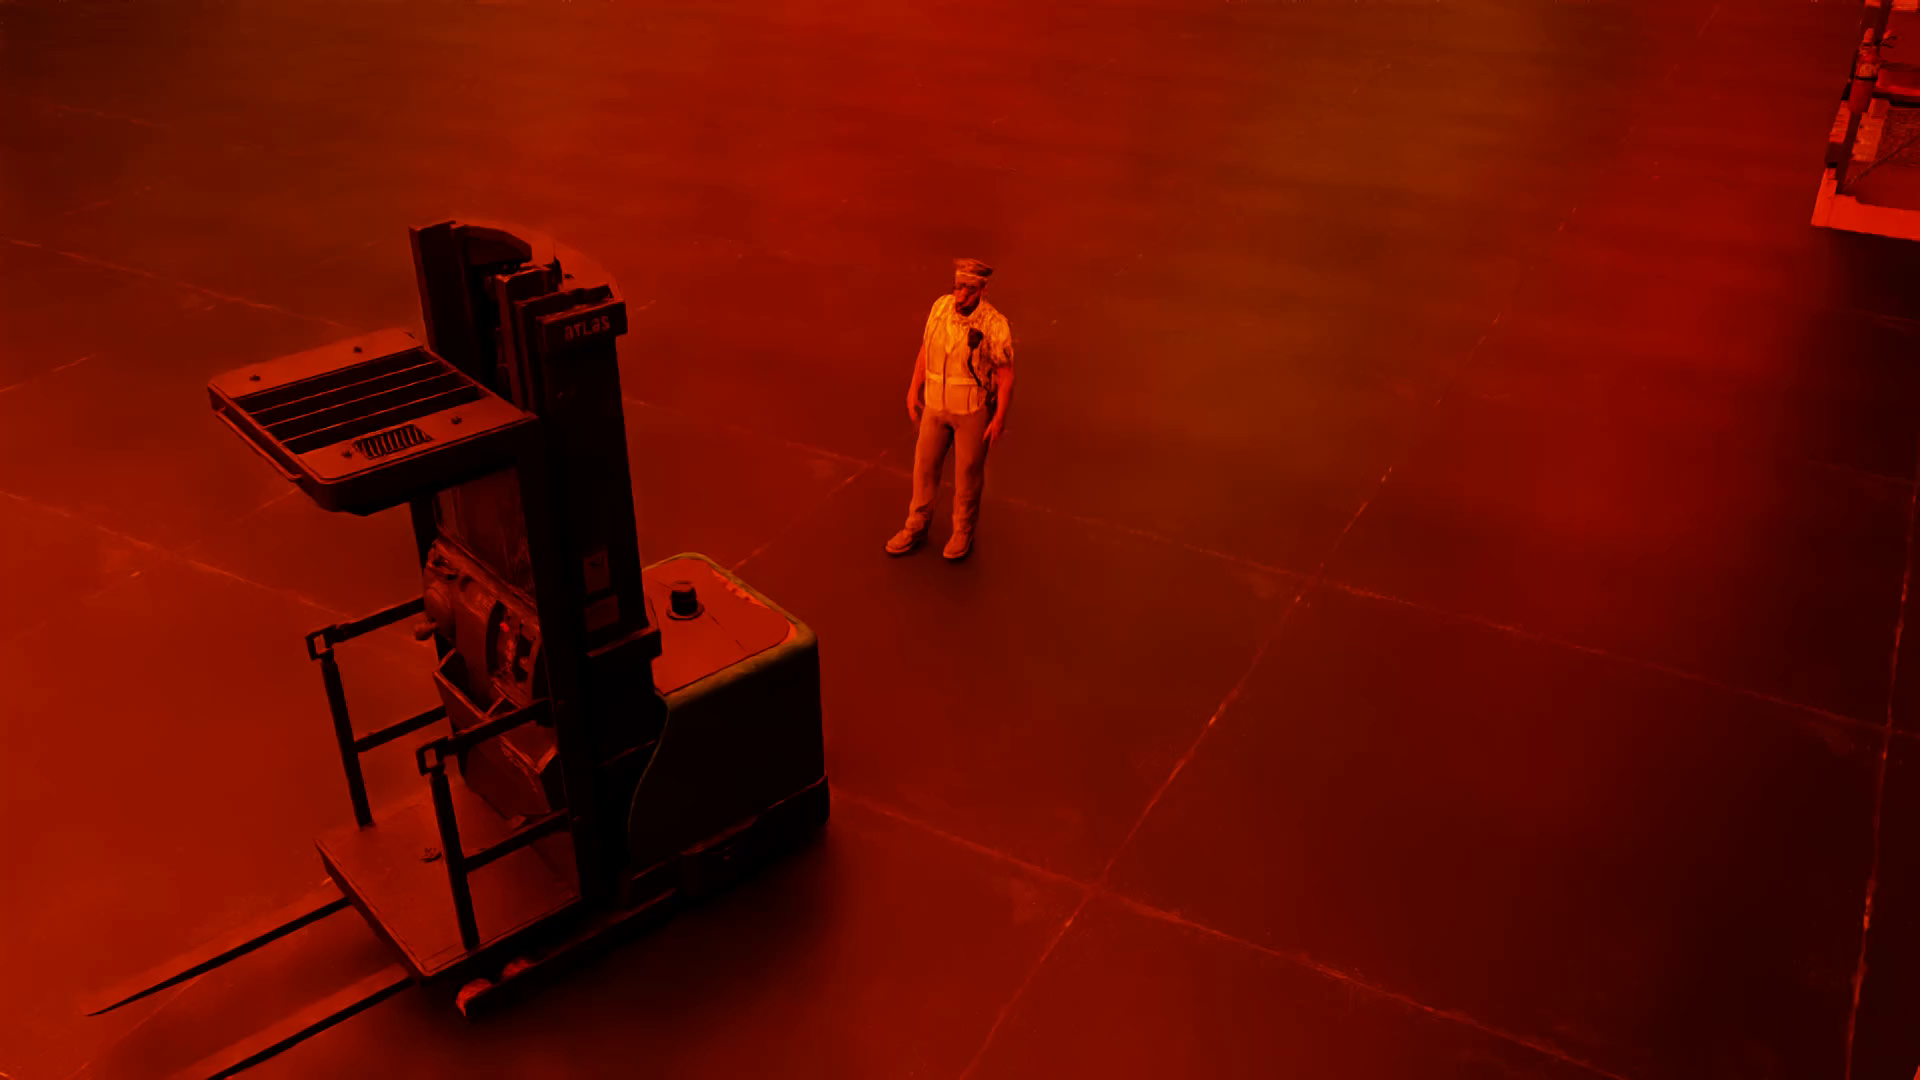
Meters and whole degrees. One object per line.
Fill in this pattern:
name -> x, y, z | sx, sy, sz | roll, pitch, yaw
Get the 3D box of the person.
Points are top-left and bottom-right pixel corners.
person -> -0.048, -0.747, 9.500 | 0.640, 1.781, 0.574 | 15, 33, 25

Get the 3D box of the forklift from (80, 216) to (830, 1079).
forklift -> -2.043, 0.360, 6.447 | 3.031, 2.935, 1.130 | -24, 37, -35
